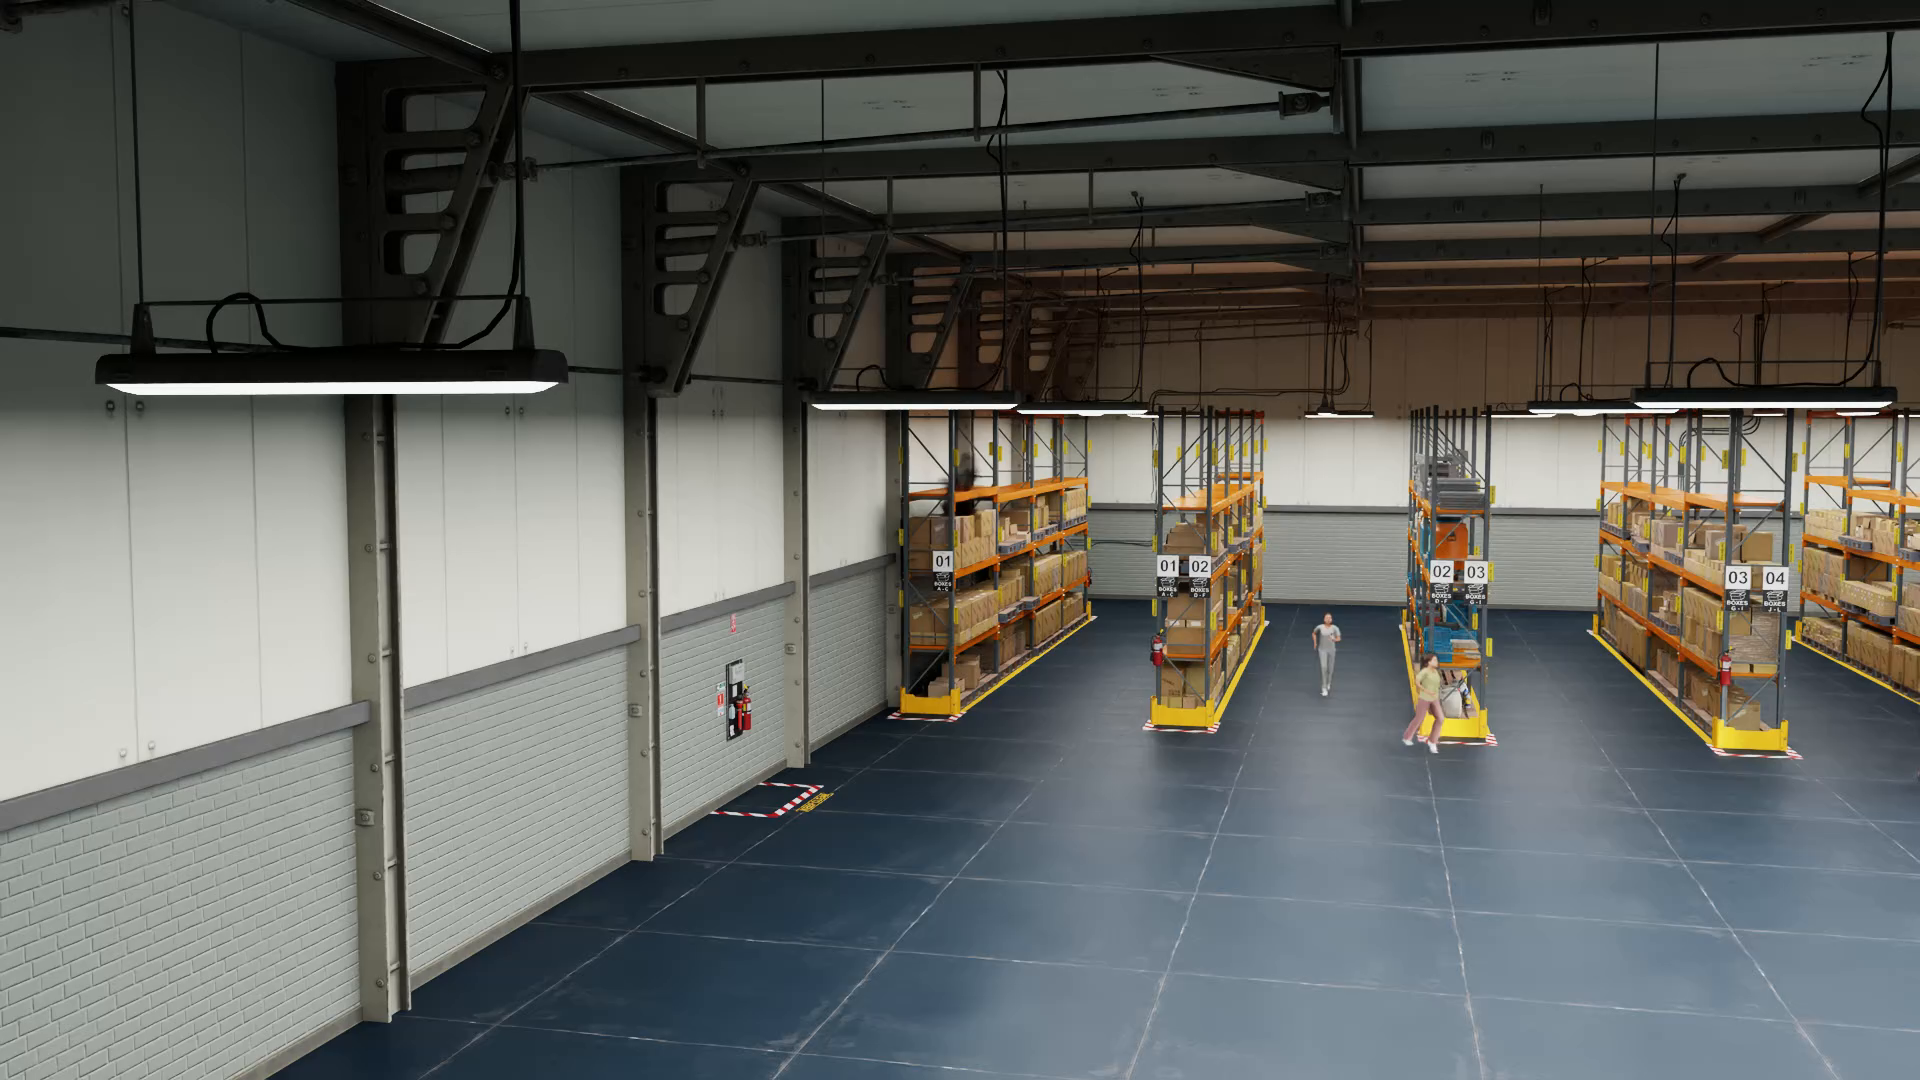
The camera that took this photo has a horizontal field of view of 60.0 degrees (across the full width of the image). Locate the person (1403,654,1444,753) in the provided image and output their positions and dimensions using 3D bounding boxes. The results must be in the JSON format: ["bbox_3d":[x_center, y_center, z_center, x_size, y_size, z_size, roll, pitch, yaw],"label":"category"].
[{"bbox_3d":[8.169,2.821,29.027,0.646,1.686,0.730,-2,5,-29],"label":"person"}]

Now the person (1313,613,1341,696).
[{"bbox_3d":[7.700,2.370,34.904,0.543,1.710,0.840,0,4,3],"label":"person"}]
